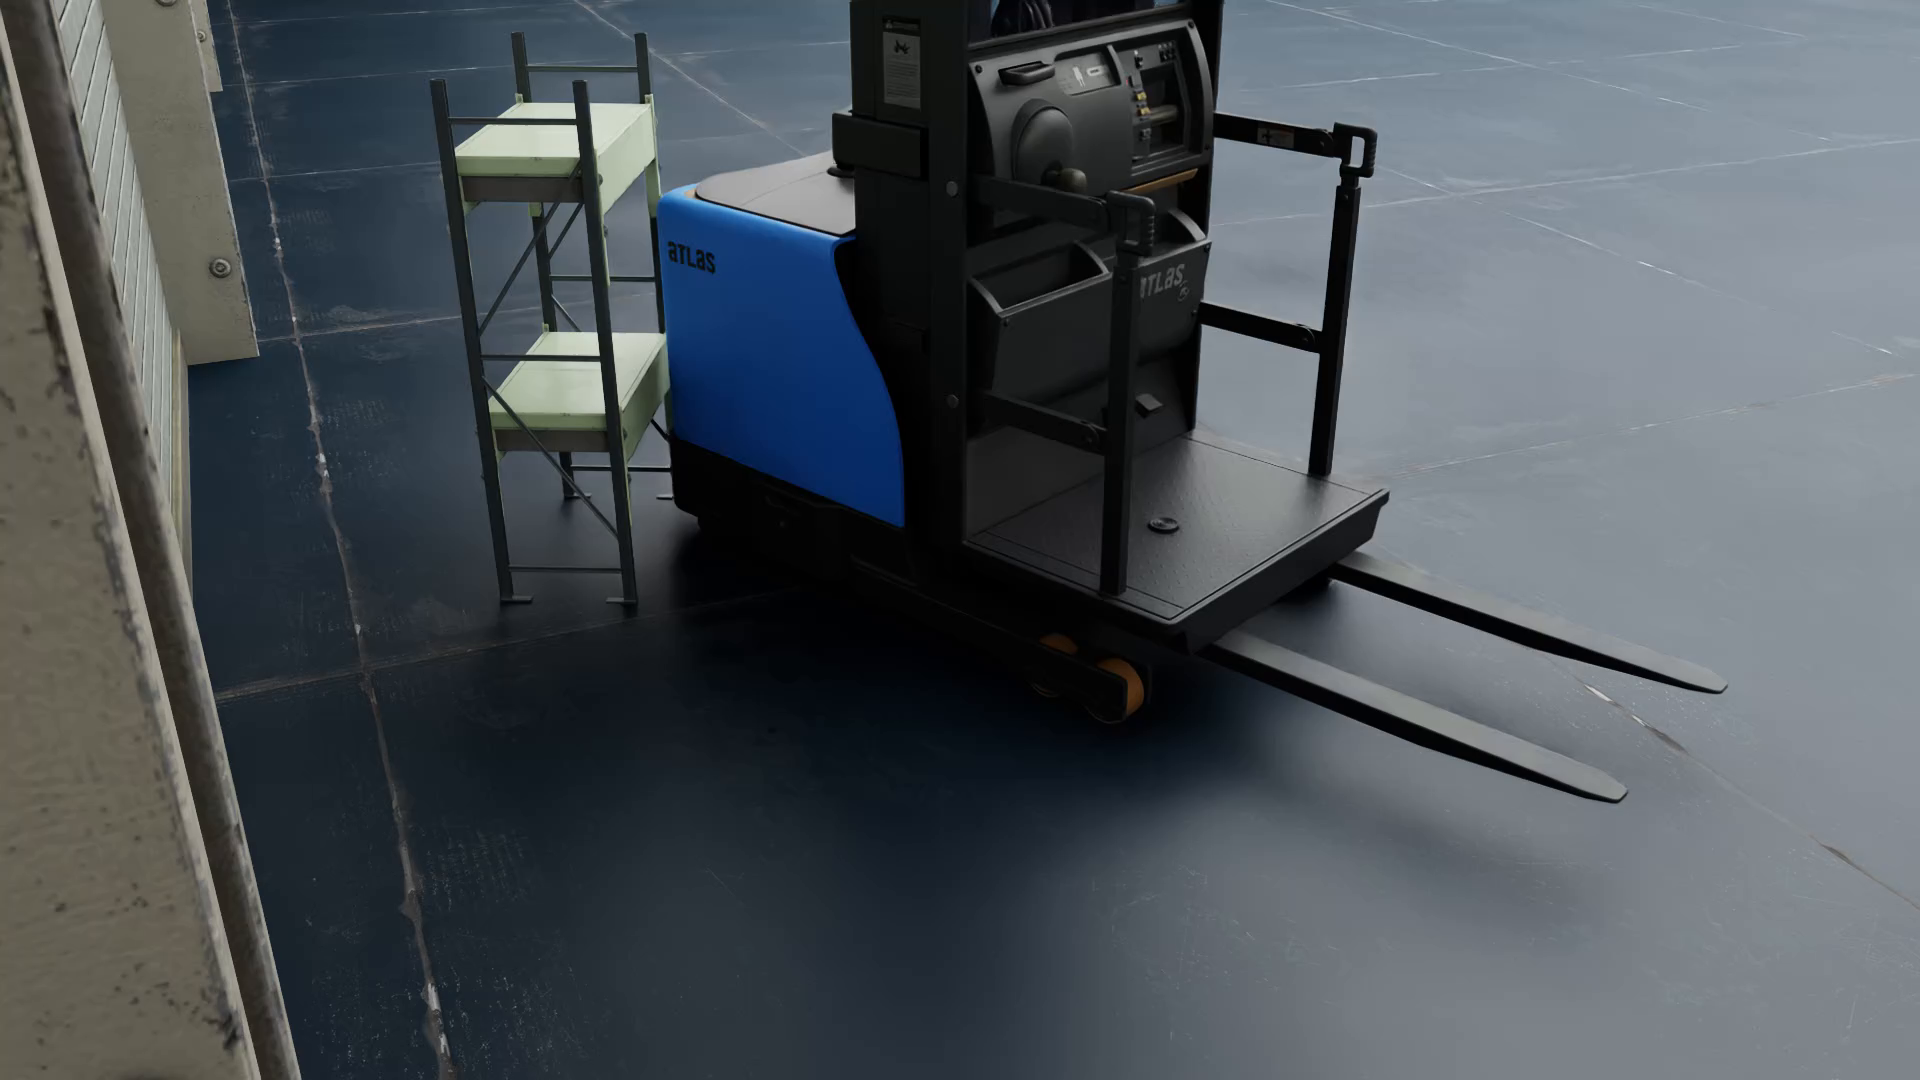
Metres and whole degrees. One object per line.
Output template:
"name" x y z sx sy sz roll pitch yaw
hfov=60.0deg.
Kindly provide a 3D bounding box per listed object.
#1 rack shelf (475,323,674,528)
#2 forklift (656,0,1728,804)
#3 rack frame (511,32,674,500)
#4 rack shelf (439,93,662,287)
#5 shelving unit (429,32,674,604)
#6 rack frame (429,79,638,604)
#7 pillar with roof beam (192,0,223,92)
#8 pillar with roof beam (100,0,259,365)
"rack shelf" -1.133 -0.362 5.026 0.431 0.370 0.720 1 26 2
"forklift" 0.516 -1.104 4.171 3.031 2.935 1.130 22 33 37
"rack frame" -1.119 -0.816 5.211 0.400 1.500 0.023 1 26 2
"rack shelf" -1.133 -1.006 4.711 0.431 0.370 0.720 1 26 2
"shelving unit" -1.133 -0.655 4.883 0.431 1.500 0.755 1 26 2
"rack frame" -1.147 -0.495 4.554 0.400 1.500 0.023 1 26 2
"pillar with roof beam" -1.468 -8.009 11.397 9.100 9.000 0.400 -11 28 -21
"pillar with roof beam" 0.882 -5.587 6.436 9.100 9.000 0.400 -11 28 -21
